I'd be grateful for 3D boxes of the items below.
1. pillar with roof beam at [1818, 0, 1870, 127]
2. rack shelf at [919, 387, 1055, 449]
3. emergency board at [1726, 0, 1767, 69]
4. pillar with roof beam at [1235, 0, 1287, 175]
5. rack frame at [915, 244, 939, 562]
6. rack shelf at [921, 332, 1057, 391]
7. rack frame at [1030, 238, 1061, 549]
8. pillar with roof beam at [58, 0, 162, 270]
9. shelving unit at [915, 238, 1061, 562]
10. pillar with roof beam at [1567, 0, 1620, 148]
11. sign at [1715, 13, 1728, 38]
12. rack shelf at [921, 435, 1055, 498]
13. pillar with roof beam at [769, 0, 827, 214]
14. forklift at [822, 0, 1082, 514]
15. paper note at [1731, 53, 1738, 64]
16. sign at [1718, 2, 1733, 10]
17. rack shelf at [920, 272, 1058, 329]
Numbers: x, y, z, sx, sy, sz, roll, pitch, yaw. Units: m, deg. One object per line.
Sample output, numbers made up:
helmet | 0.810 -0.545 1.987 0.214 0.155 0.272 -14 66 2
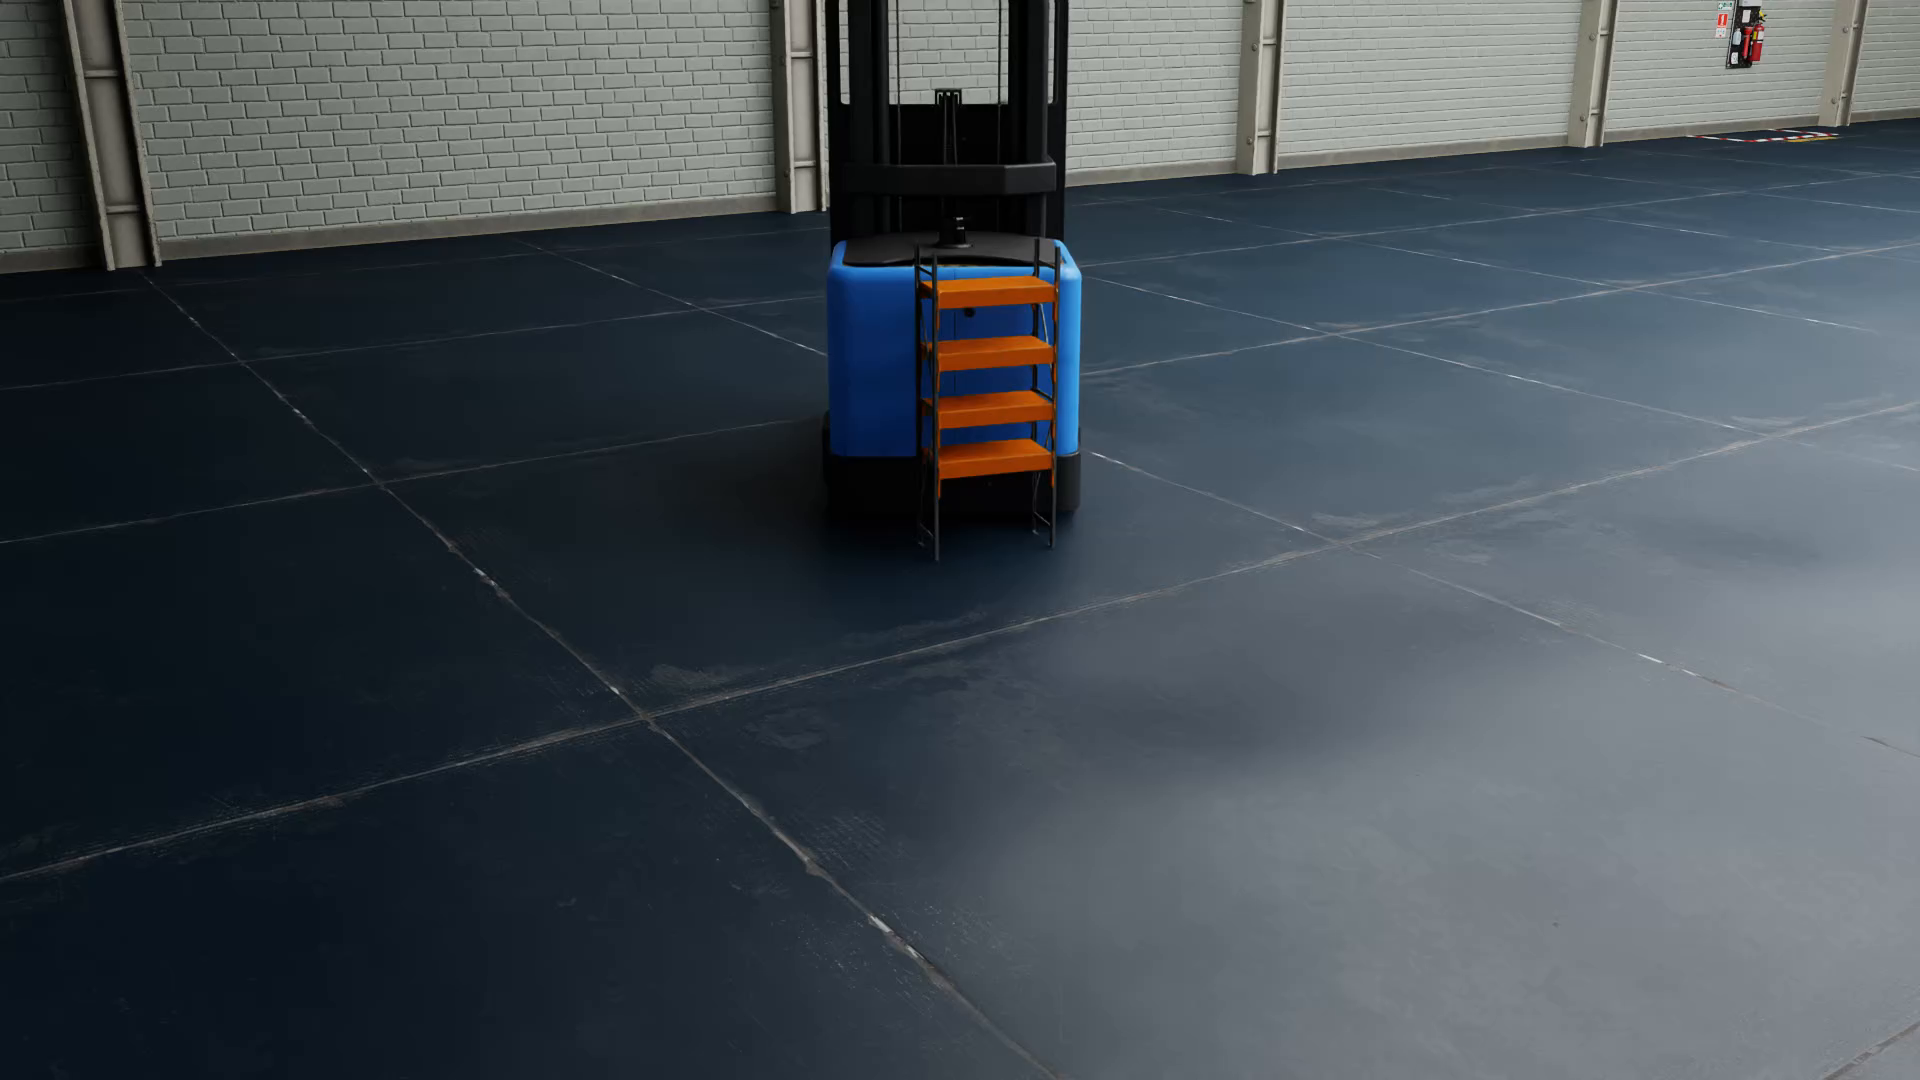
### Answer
pillar with roof beam | 15.846 -9.515 20.839 0.400 9.000 9.100 -12 22 -31
rack shelf | 0.103 -0.480 6.503 0.480 0.148 0.258 -6 20 -18
emergency board | 11.393 -7.400 23.949 0.643 1.169 0.194 -12 22 -31
pillar with roof beam | 5.824 -7.401 14.587 0.400 9.000 9.100 -12 22 -31
rack frame | -0.128 -0.519 6.407 0.015 1.200 0.240 -6 20 -18
rack shelf | 0.103 -0.692 6.431 0.480 0.148 0.258 -6 20 -18
rack frame | 0.334 -0.569 6.555 0.015 1.200 0.240 -6 20 -18
pillar with roof beam | -4.198 -5.288 8.335 0.400 9.000 9.100 -12 22 -31
shelving unit | 0.103 -0.544 6.481 0.503 1.200 0.258 -6 20 -18
pillar with roof beam | 10.835 -8.458 17.713 0.400 9.000 9.100 -12 22 -31
sign | 10.875 -7.347 23.737 0.234 0.329 0.001 -12 22 -31
rack shelf | 0.103 -0.292 6.566 0.480 0.148 0.258 -6 20 -18
pillar with roof beam | 0.813 -6.345 11.461 0.400 9.000 9.100 -12 22 -31
forklift | -0.067 -1.916 7.835 1.130 2.935 3.031 -1 19 -2
paper note | 11.208 -6.970 24.052 0.142 0.148 0.016 -12 22 -31
sign | 10.884 -7.596 23.647 0.331 0.109 0.001 -12 22 -31
rack shelf | 0.103 -0.916 6.355 0.480 0.148 0.258 -6 20 -18
